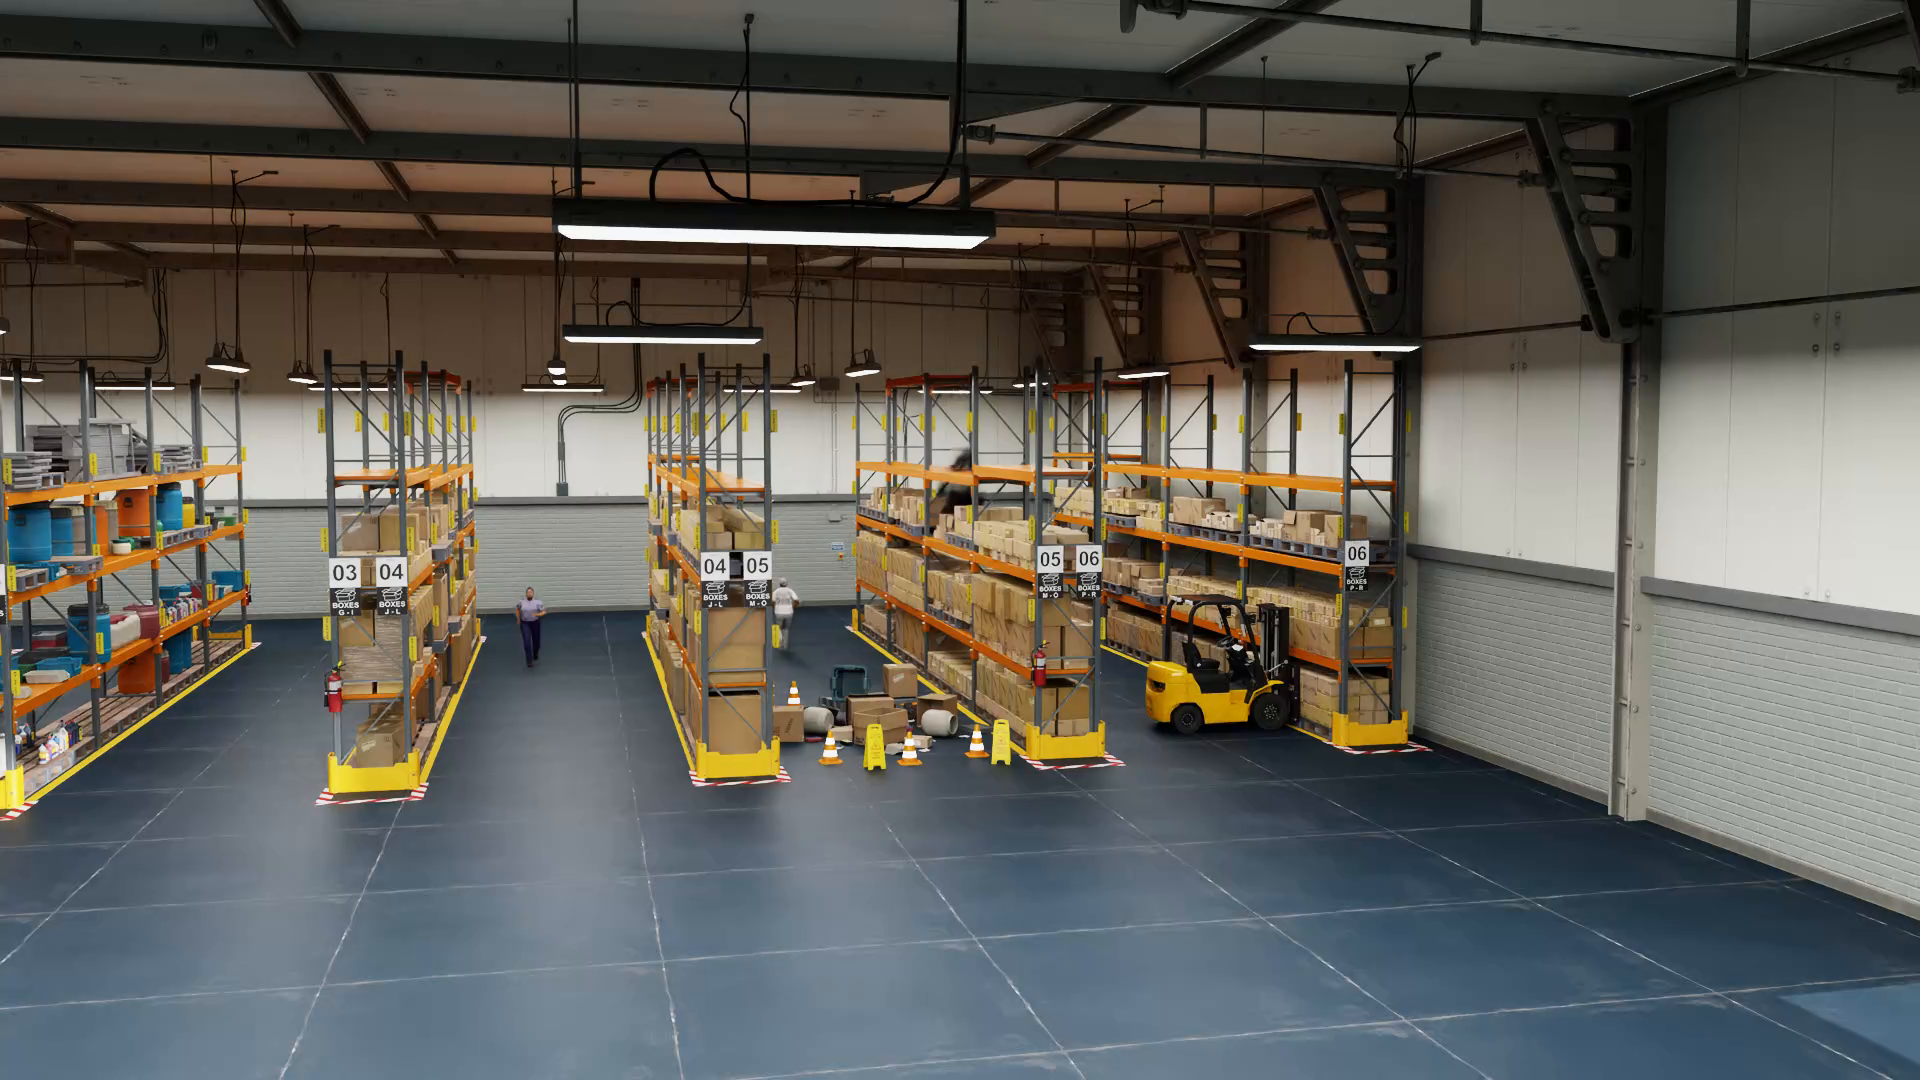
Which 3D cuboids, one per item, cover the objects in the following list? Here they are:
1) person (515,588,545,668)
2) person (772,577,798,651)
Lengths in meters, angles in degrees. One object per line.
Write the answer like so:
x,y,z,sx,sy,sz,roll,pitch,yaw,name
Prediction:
-8.872,1.810,34.343,0.611,1.597,0.771,-1,4,-13,person
-3.880,1.643,36.630,0.625,1.632,0.553,-1,4,-16,person
